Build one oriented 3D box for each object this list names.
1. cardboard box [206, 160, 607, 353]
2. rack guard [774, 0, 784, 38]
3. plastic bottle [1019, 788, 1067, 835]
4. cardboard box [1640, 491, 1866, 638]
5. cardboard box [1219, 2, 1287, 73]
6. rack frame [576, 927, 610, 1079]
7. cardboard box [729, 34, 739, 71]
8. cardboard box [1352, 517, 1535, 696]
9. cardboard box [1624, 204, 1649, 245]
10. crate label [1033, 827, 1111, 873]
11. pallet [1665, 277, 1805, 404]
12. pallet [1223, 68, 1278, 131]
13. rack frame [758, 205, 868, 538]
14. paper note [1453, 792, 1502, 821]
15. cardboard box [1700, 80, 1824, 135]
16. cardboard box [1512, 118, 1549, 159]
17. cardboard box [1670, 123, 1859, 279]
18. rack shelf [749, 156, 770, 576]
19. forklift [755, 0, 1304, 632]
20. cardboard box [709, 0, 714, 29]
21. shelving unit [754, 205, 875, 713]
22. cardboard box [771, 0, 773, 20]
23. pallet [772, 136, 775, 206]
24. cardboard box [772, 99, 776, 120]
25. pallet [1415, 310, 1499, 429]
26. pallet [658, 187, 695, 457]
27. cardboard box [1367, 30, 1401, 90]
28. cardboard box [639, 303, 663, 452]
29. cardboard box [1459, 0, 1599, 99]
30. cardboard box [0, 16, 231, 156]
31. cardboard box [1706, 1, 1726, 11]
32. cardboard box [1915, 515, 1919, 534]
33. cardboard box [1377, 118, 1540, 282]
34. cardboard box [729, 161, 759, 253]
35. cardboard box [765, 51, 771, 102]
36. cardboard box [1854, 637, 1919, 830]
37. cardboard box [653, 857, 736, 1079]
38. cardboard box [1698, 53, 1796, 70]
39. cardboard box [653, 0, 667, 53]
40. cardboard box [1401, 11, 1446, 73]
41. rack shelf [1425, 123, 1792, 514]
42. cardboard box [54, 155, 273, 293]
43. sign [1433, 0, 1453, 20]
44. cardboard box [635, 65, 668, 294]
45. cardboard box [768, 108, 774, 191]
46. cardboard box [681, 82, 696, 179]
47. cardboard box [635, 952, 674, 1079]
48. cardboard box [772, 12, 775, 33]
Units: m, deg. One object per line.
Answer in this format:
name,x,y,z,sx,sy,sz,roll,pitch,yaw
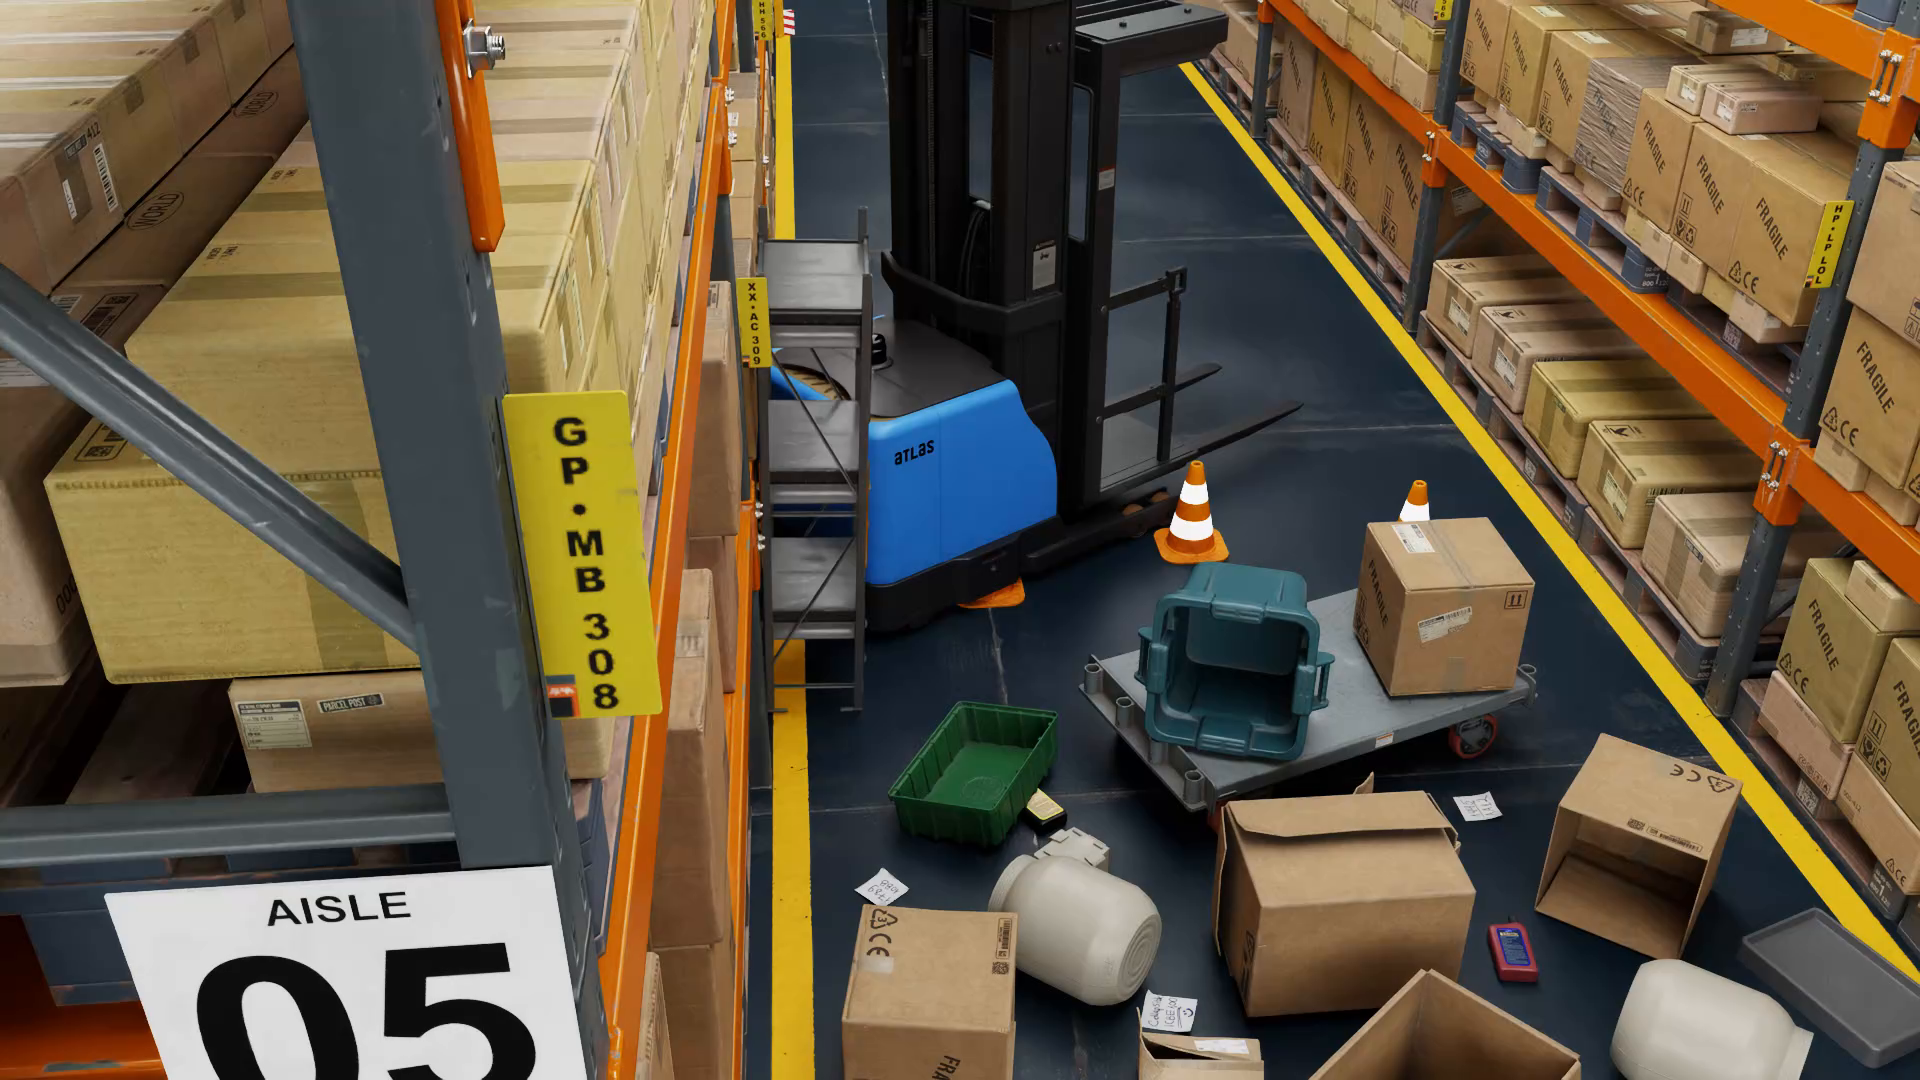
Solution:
cardboard box,-0.612,-0.318,1.893,0.380,0.149,0.250,-3,31,-4
rack guard,-2.363,-5.316,16.662,1.175,0.500,0.348,-3,31,-5
plastic bottle,0.279,1.029,6.468,0.133,0.061,0.283,-20,36,-30
cardboard box,3.619,0.090,7.327,0.950,0.372,0.625,-2,31,-4
cardboard box,2.886,-4.537,15.010,0.875,0.438,0.875,-4,31,-6
rack frame,-0.875,1.741,2.410,1.000,3.000,0.127,-3,31,-5
cardboard box,-1.468,-2.800,9.558,0.380,0.149,0.250,-1,31,-2
cardboard box,1.901,0.259,6.591,0.500,0.500,0.500,-3,31,-5
cardboard box,3.266,-1.433,7.560,0.380,0.149,0.250,-3,31,-5
crate label,0.409,1.192,6.120,0.250,0.136,0.298,27,40,37
pallet,3.743,-0.905,7.027,1.003,0.211,1.213,-3,31,-5
pallet,2.929,-3.869,14.522,1.003,0.211,1.213,-3,31,-5
rack frame,-0.595,-0.402,6.740,0.400,2.100,0.015,0,39,-5
paper note,2.021,1.037,6.484,0.148,0.019,0.142,-3,31,-5
cardboard box,3.325,-1.795,6.901,0.380,0.149,0.250,-4,31,-6
cardboard box,3.119,-2.101,8.677,0.380,0.149,0.250,-3,31,-4
cardboard box,3.351,-1.419,6.903,0.500,0.500,0.500,-3,31,-4
rack shelf,-1.436,-1.013,7.723,1.077,0.370,4.000,-3,31,-5
forklift,0.487,-1.459,7.834,3.031,2.935,1.130,-22,37,-33
cardboard box,-0.897,-1.534,4.705,0.380,0.149,0.250,-3,31,-5
shelving unit,-0.576,-0.248,6.551,0.431,2.100,0.503,0,39,-5
cardboard box,-1.910,-4.855,15.243,0.380,0.149,0.250,-2,31,-3
pallet,-1.922,-2.791,12.717,1.003,0.211,1.213,-3,31,-5
cardboard box,-1.711,-3.543,13.628,0.380,0.149,0.250,-4,31,-7
pallet,3.368,-1.036,9.779,1.003,0.211,1.213,-3,31,-5
pallet,-1.072,-0.511,3.342,1.003,0.211,1.213,-3,31,-5
cardboard box,2.927,-3.074,10.617,0.500,0.250,0.500,-2,31,-4
cardboard box,-0.660,-0.240,2.539,0.380,0.149,0.250,-3,31,-4
cardboard box,3.108,-2.742,9.119,0.500,0.500,0.500,-4,31,-6
cardboard box,-1.338,-0.678,2.496,0.380,0.149,0.250,-3,31,-4
cardboard box,7.444,-5.034,15.780,0.500,0.500,0.500,-2,31,-4
cardboard box,3.511,-0.045,5.646,0.380,0.149,0.250,-3,31,-5
cardboard box,3.314,-2.257,10.766,0.875,0.875,0.875,-3,31,-5
cardboard box,-1.169,-1.398,7.568,0.500,0.500,0.500,-2,31,-4
cardboard box,-1.675,-3.447,12.392,0.500,0.250,0.500,-4,31,-6
cardboard box,3.518,0.675,5.735,0.500,0.500,0.500,-2,31,-3
cardboard box,-0.955,0.918,3.642,0.875,0.550,0.550,-3,31,-5
cardboard box,3.773,-1.965,7.817,0.500,0.500,0.500,-4,31,-7
cardboard box,-0.731,-0.970,2.984,0.380,0.149,0.250,-2,31,-4
cardboard box,2.998,-3.018,10.036,0.500,0.250,0.500,-3,31,-5
rack shelf,3.483,-1.302,8.207,1.077,0.370,4.000,-3,31,-5
cardboard box,-1.245,-0.325,2.293,0.500,0.250,0.500,-3,31,-4
sign,2.744,-3.101,9.387,0.100,0.325,0.005,-3,31,-5
cardboard box,-0.761,-0.609,2.768,0.500,0.250,0.500,-3,31,-5
cardboard box,-1.629,-2.865,12.150,0.500,0.500,0.500,-3,31,-6
cardboard box,-0.776,-0.883,3.617,0.380,0.149,0.250,-3,31,-5
cardboard box,-0.871,1.022,2.415,0.875,0.550,0.550,-3,31,-5
cardboard box,-1.988,-4.999,16.065,0.380,0.149,0.250,-2,31,-3
